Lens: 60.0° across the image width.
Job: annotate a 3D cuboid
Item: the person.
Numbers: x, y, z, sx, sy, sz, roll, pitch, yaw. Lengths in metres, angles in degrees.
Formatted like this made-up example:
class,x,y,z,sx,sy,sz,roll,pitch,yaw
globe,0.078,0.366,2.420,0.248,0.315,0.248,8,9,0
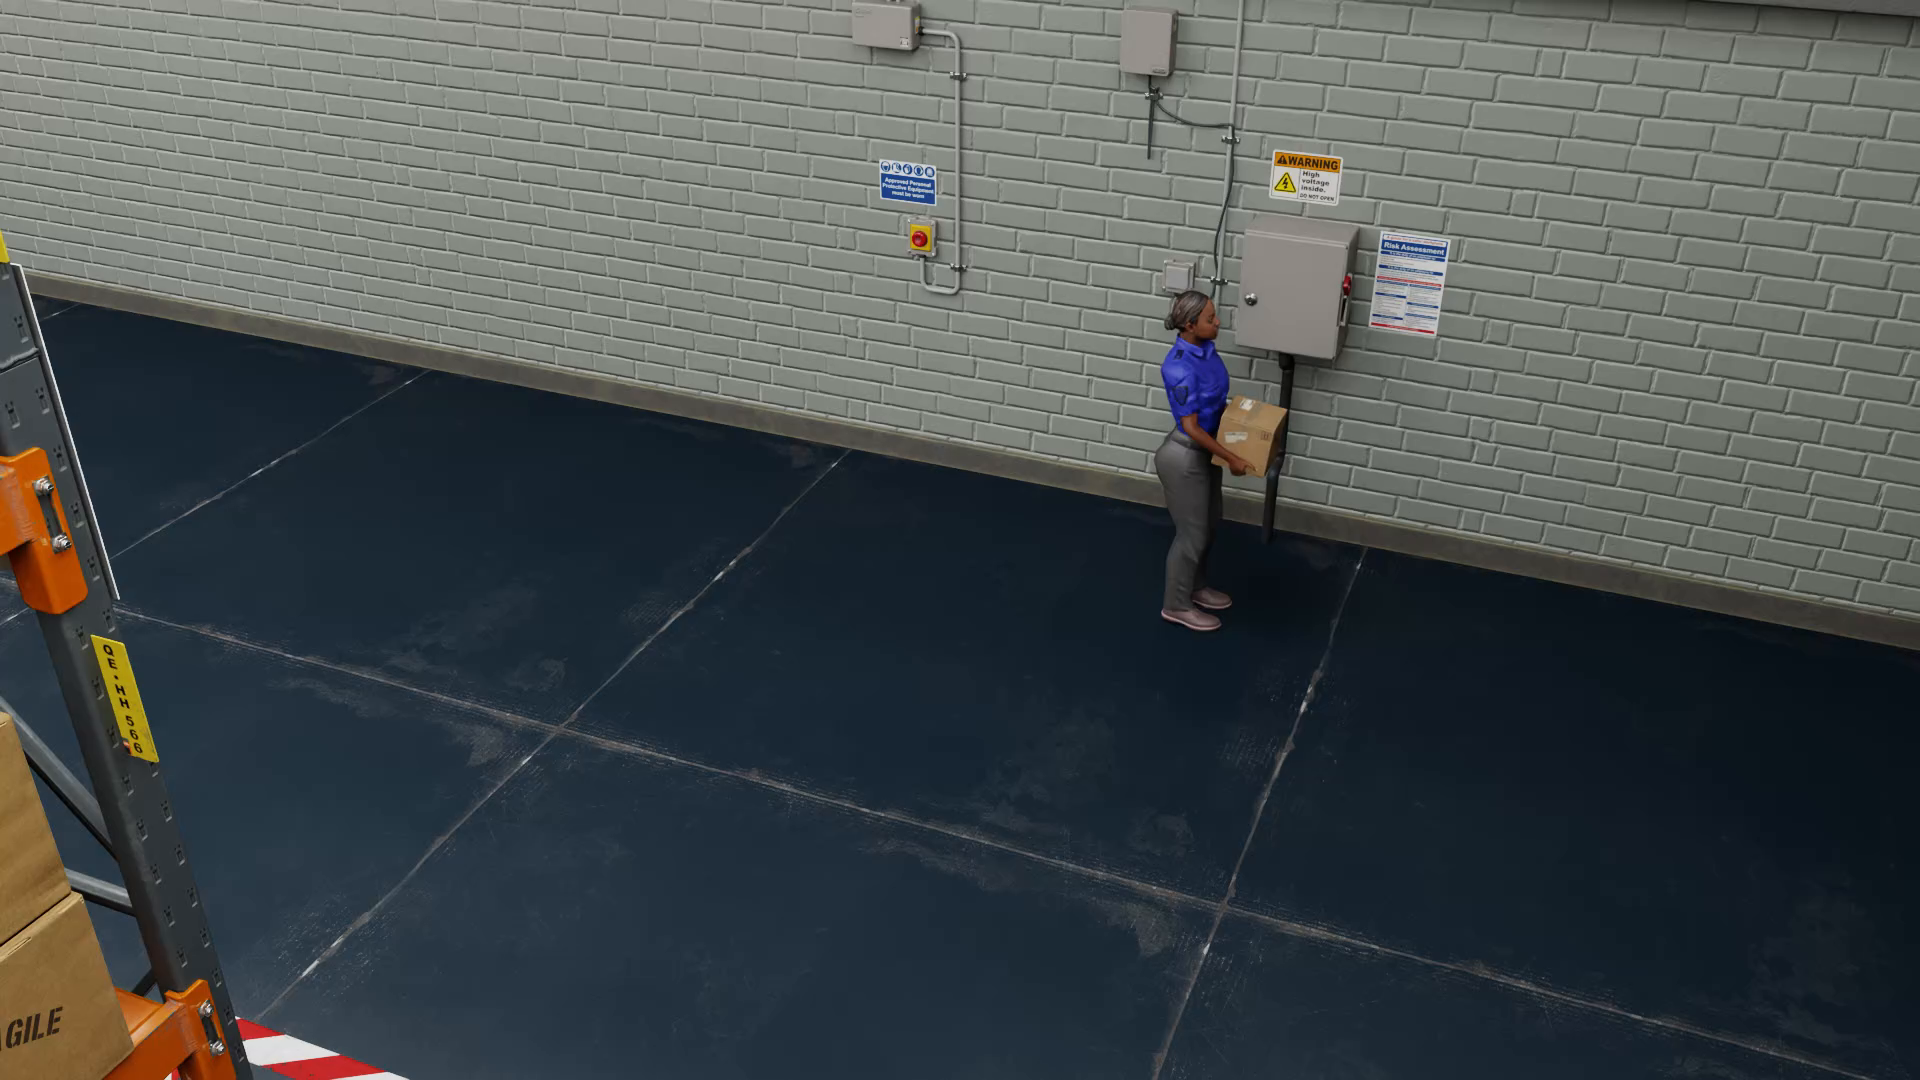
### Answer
class,x,y,z,sx,sy,sz,roll,pitch,yaw
person,1.162,-0.360,7.772,0.518,1.650,0.451,12,32,20
